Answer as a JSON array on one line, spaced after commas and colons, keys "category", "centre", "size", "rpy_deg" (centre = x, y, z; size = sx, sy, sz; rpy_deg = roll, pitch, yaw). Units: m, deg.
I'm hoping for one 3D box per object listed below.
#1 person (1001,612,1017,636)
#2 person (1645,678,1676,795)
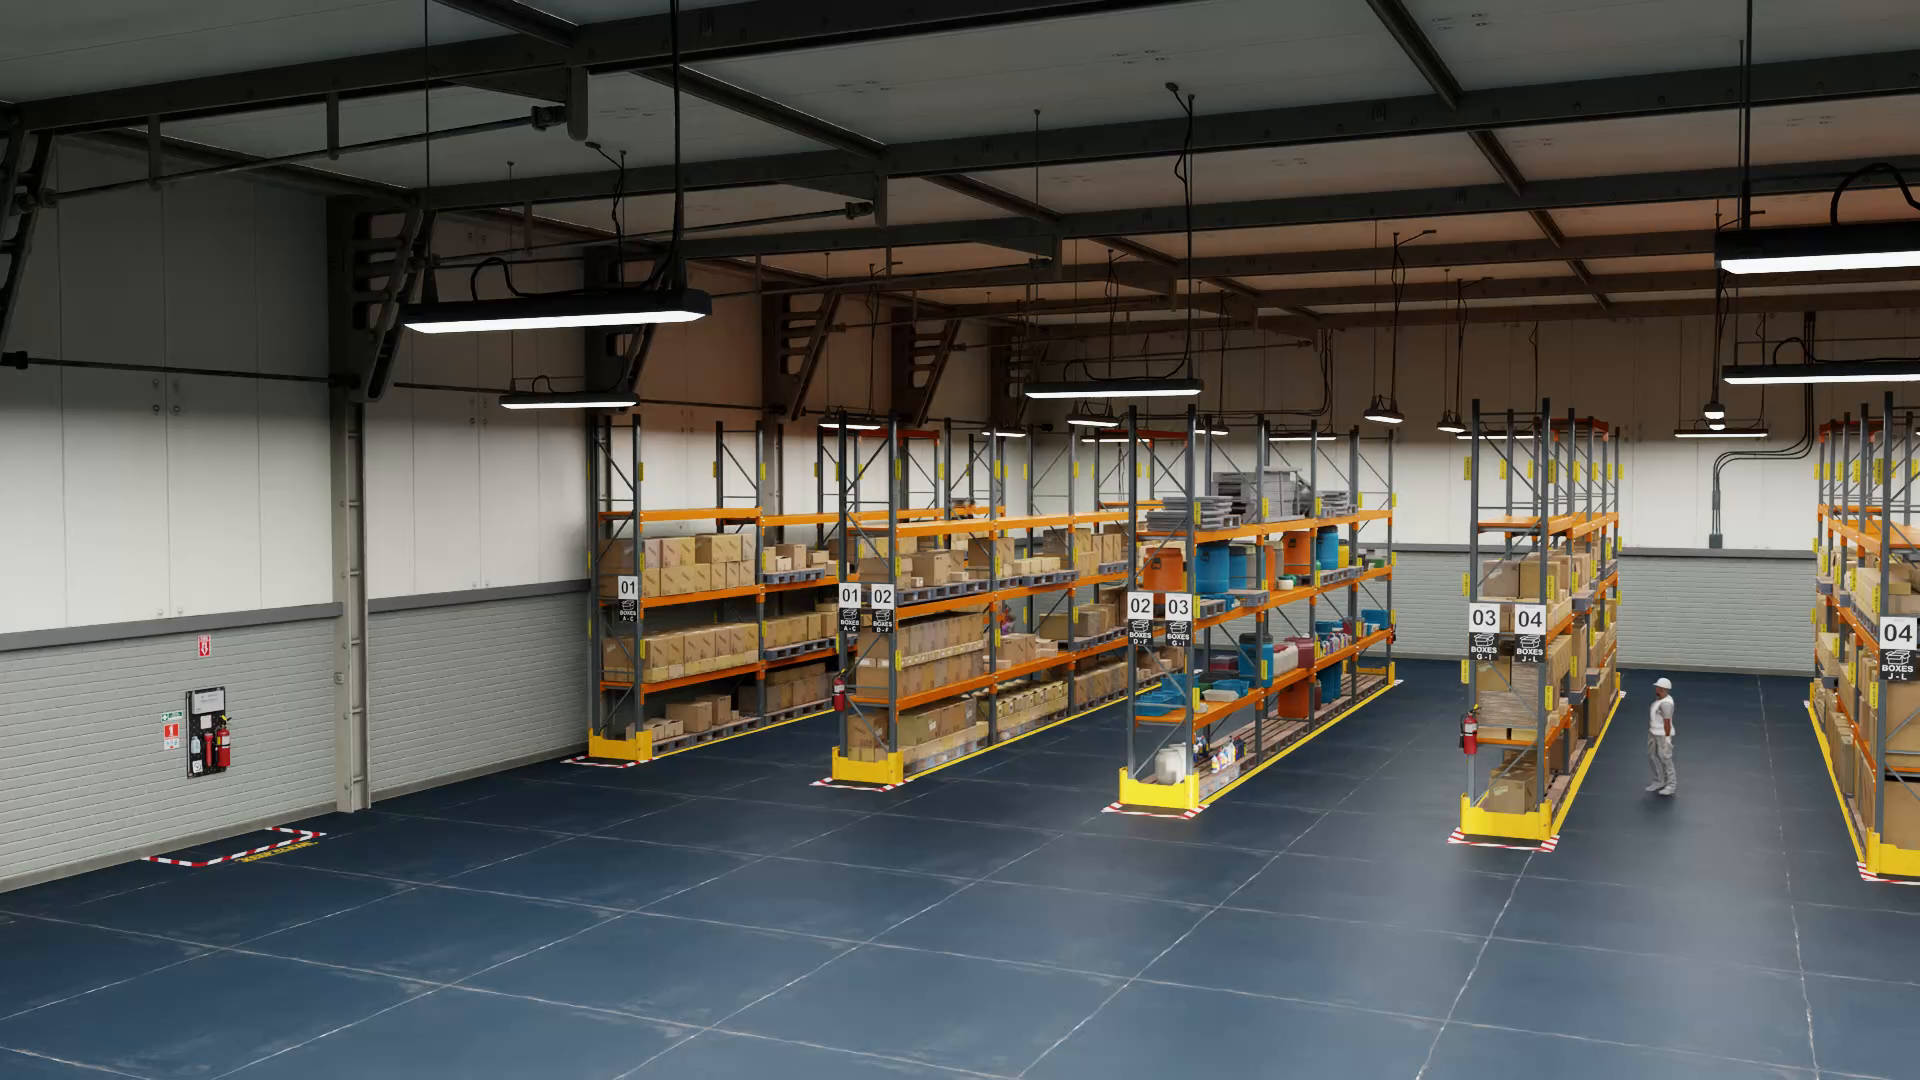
[{"category": "person", "centre": [1.134, 2.561, 40.731], "size": [0.474, 1.605, 0.536], "rpy_deg": [0, 2, -8]}, {"category": "person", "centre": [10.887, 3.040, 25.847], "size": [0.387, 1.813, 0.698], "rpy_deg": [0, 2, 4]}]
